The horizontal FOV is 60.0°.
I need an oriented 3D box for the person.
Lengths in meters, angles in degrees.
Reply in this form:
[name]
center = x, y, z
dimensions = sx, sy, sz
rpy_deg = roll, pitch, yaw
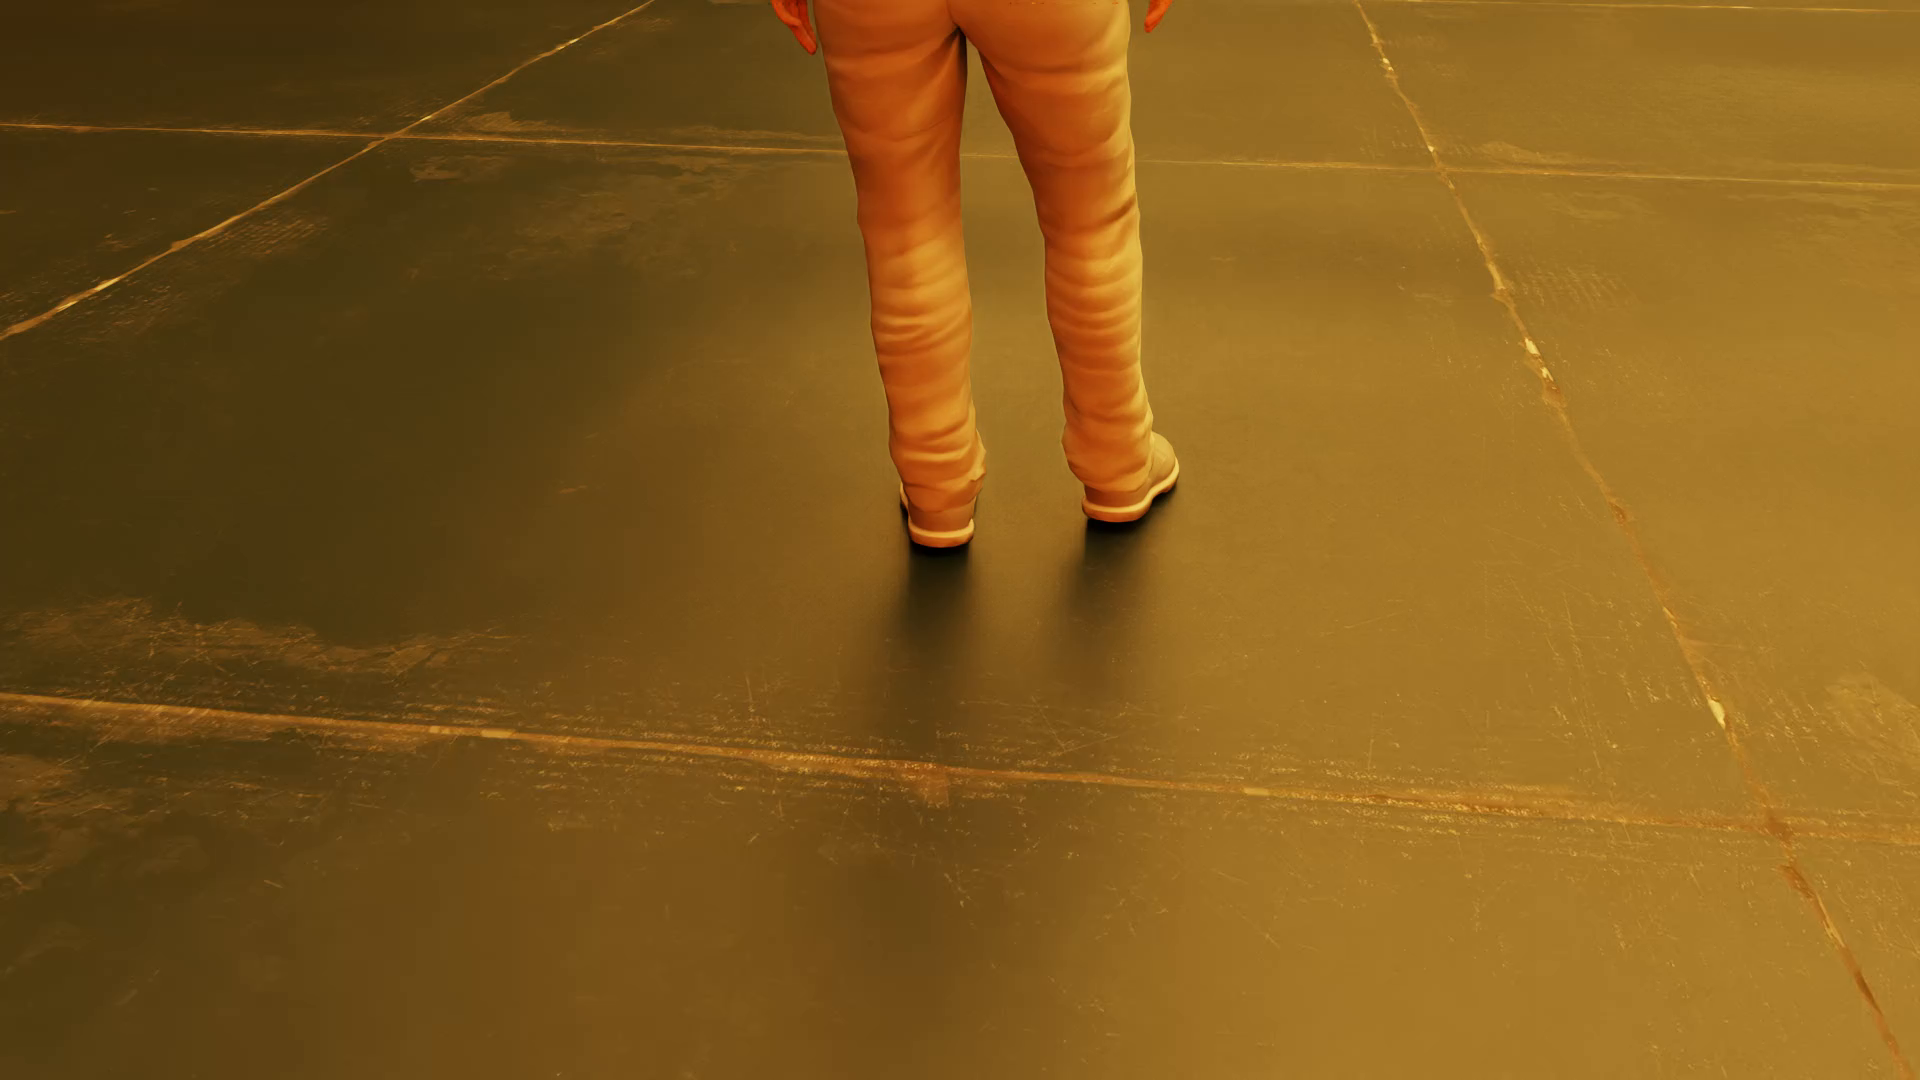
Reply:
[person]
center = 0.032, -0.785, 2.190
dimensions = 0.599, 1.670, 0.529
rpy_deg = 3, 27, 7
